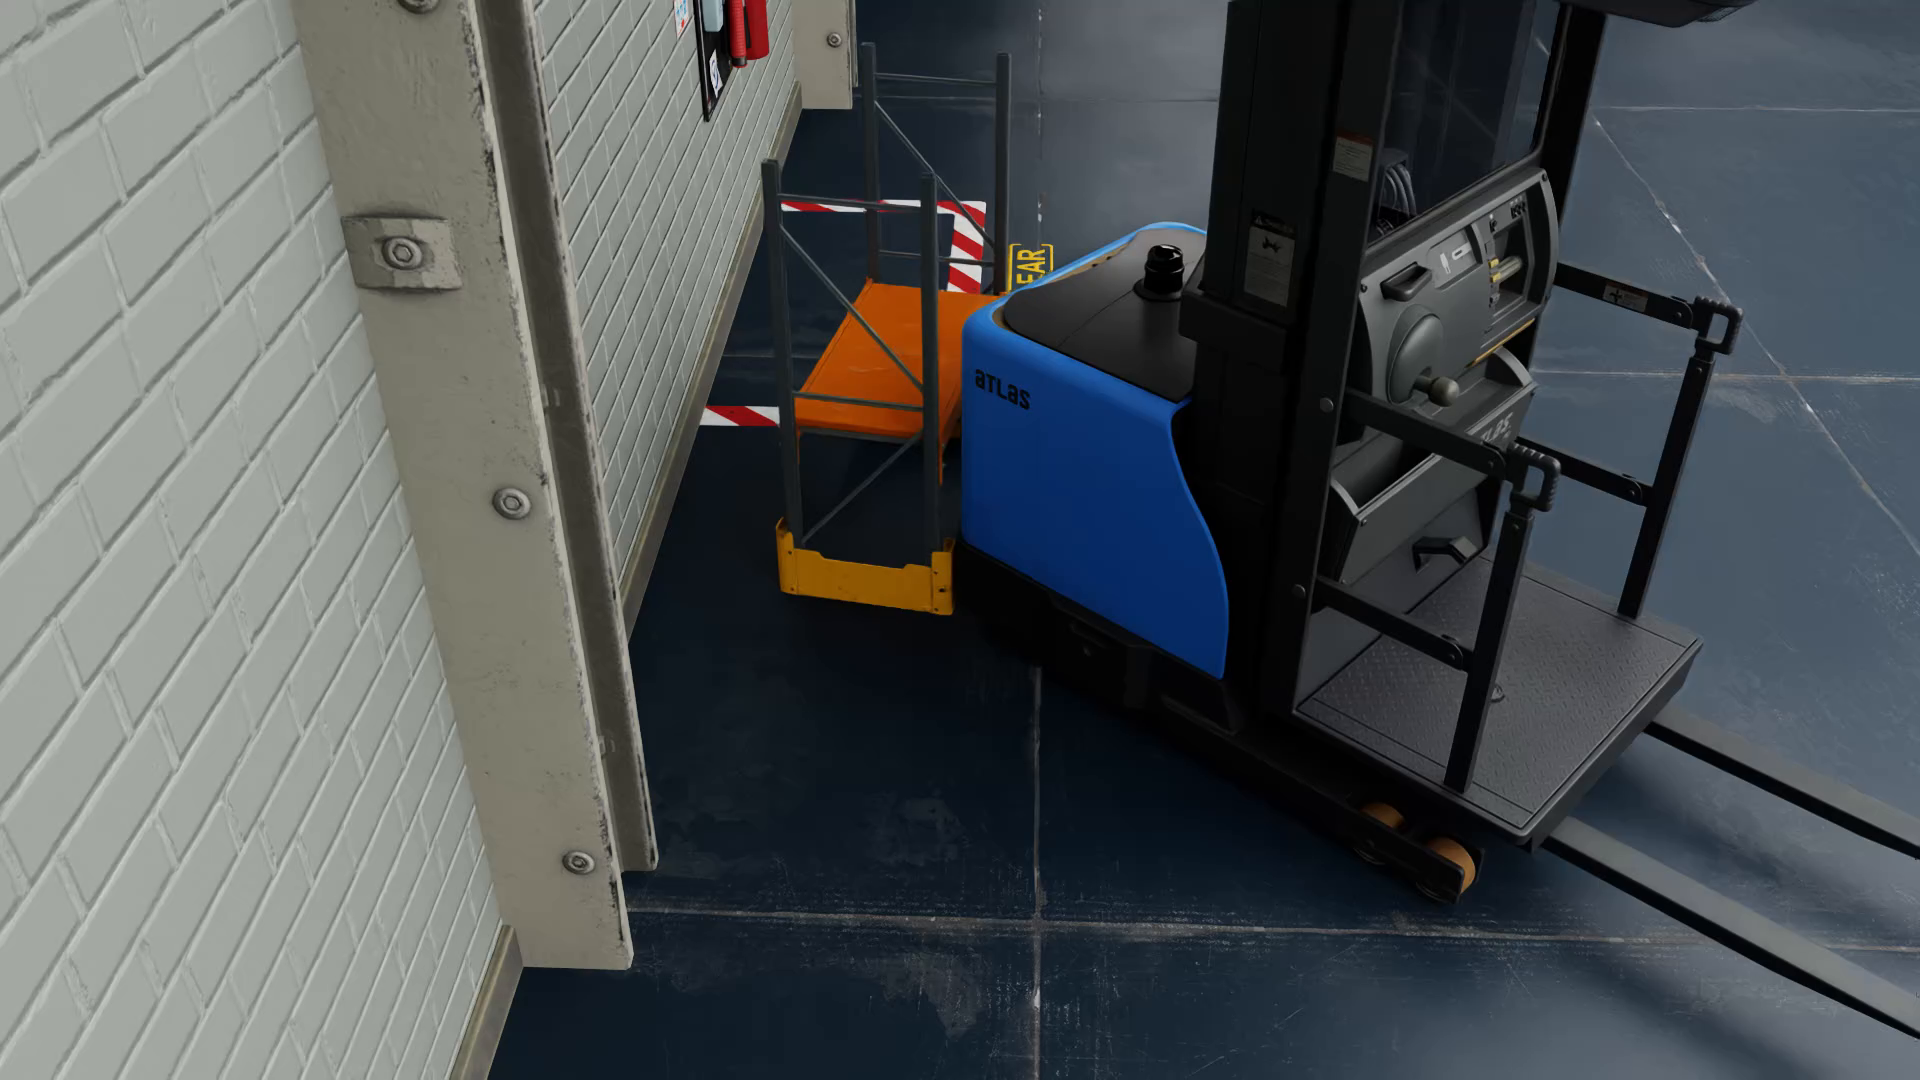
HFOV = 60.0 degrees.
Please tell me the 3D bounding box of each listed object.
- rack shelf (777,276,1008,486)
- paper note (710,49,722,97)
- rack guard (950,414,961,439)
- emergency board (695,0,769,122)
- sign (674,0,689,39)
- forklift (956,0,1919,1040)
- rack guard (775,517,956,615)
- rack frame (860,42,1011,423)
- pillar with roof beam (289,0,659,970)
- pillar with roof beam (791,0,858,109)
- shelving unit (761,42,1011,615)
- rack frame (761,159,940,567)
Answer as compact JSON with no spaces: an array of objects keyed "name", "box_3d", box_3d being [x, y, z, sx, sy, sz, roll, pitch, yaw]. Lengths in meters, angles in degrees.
[{"name":"rack shelf","box_3d":[-0.195,-0.554,5.546,0.538,0.185,1.000,8,36,11]},{"name":"paper note","box_3d":[-0.954,-1.826,6.506,0.016,0.148,0.142,1,35,2]},{"name":"rack guard","box_3d":[-0.081,-0.474,6.206,0.587,0.250,0.087,8,36,11]},{"name":"emergency board","box_3d":[-0.878,-2.287,6.395,0.194,1.169,0.643,1,35,2]},{"name":"sign","box_3d":[-1.003,-1.986,5.936,0.001,0.329,0.234,1,35,2]},{"name":"forklift","box_3d":[1.407,-0.589,4.038,3.031,2.935,1.130,28,44,34]},{"name":"rack guard","box_3d":[-0.305,0.084,5.413,0.587,0.250,0.087,8,36,11]},{"name":"rack frame","box_3d":[-0.081,-0.986,5.848,0.500,1.500,0.032,8,36,11]},{"name":"pillar with roof beam","box_3d":[3.320,-2.614,1.643,9.100,9.000,0.400,1,35,2]},{"name":"pillar with roof beam","box_3d":[3.561,-6.061,6.548,9.100,9.000,0.400,1,35,2]},{"name":"shelving unit","box_3d":[-0.193,-0.706,5.450,0.587,1.500,1.083,8,36,11]},{"name":"rack frame","box_3d":[-0.309,-0.416,5.038,0.500,1.500,0.032,8,36,11]}]
